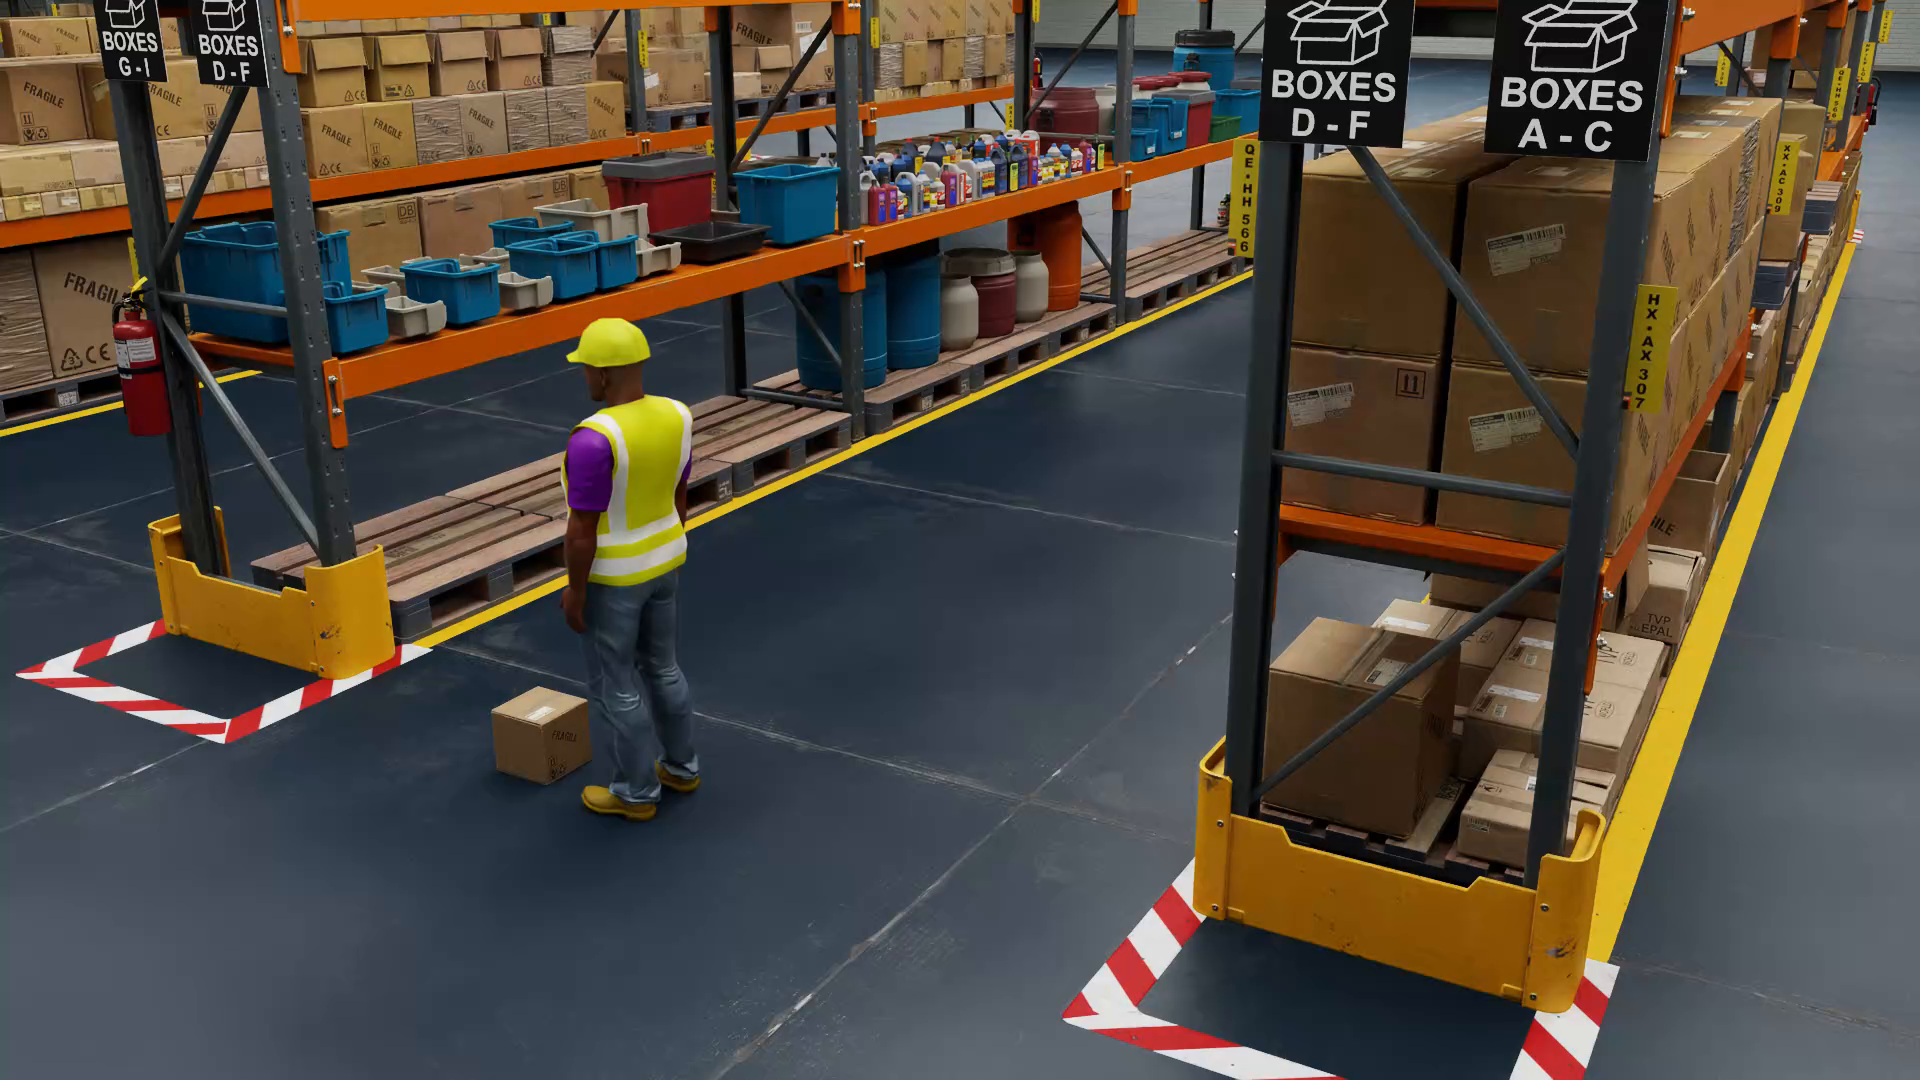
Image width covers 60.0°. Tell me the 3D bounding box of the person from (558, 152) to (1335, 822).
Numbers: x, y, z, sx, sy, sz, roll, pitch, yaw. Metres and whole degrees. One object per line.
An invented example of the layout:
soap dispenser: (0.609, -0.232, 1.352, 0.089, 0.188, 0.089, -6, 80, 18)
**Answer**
person: (1.562, -2.263, 12.496, 2.992, 1.762, 15.653, 11, 22, 29)
